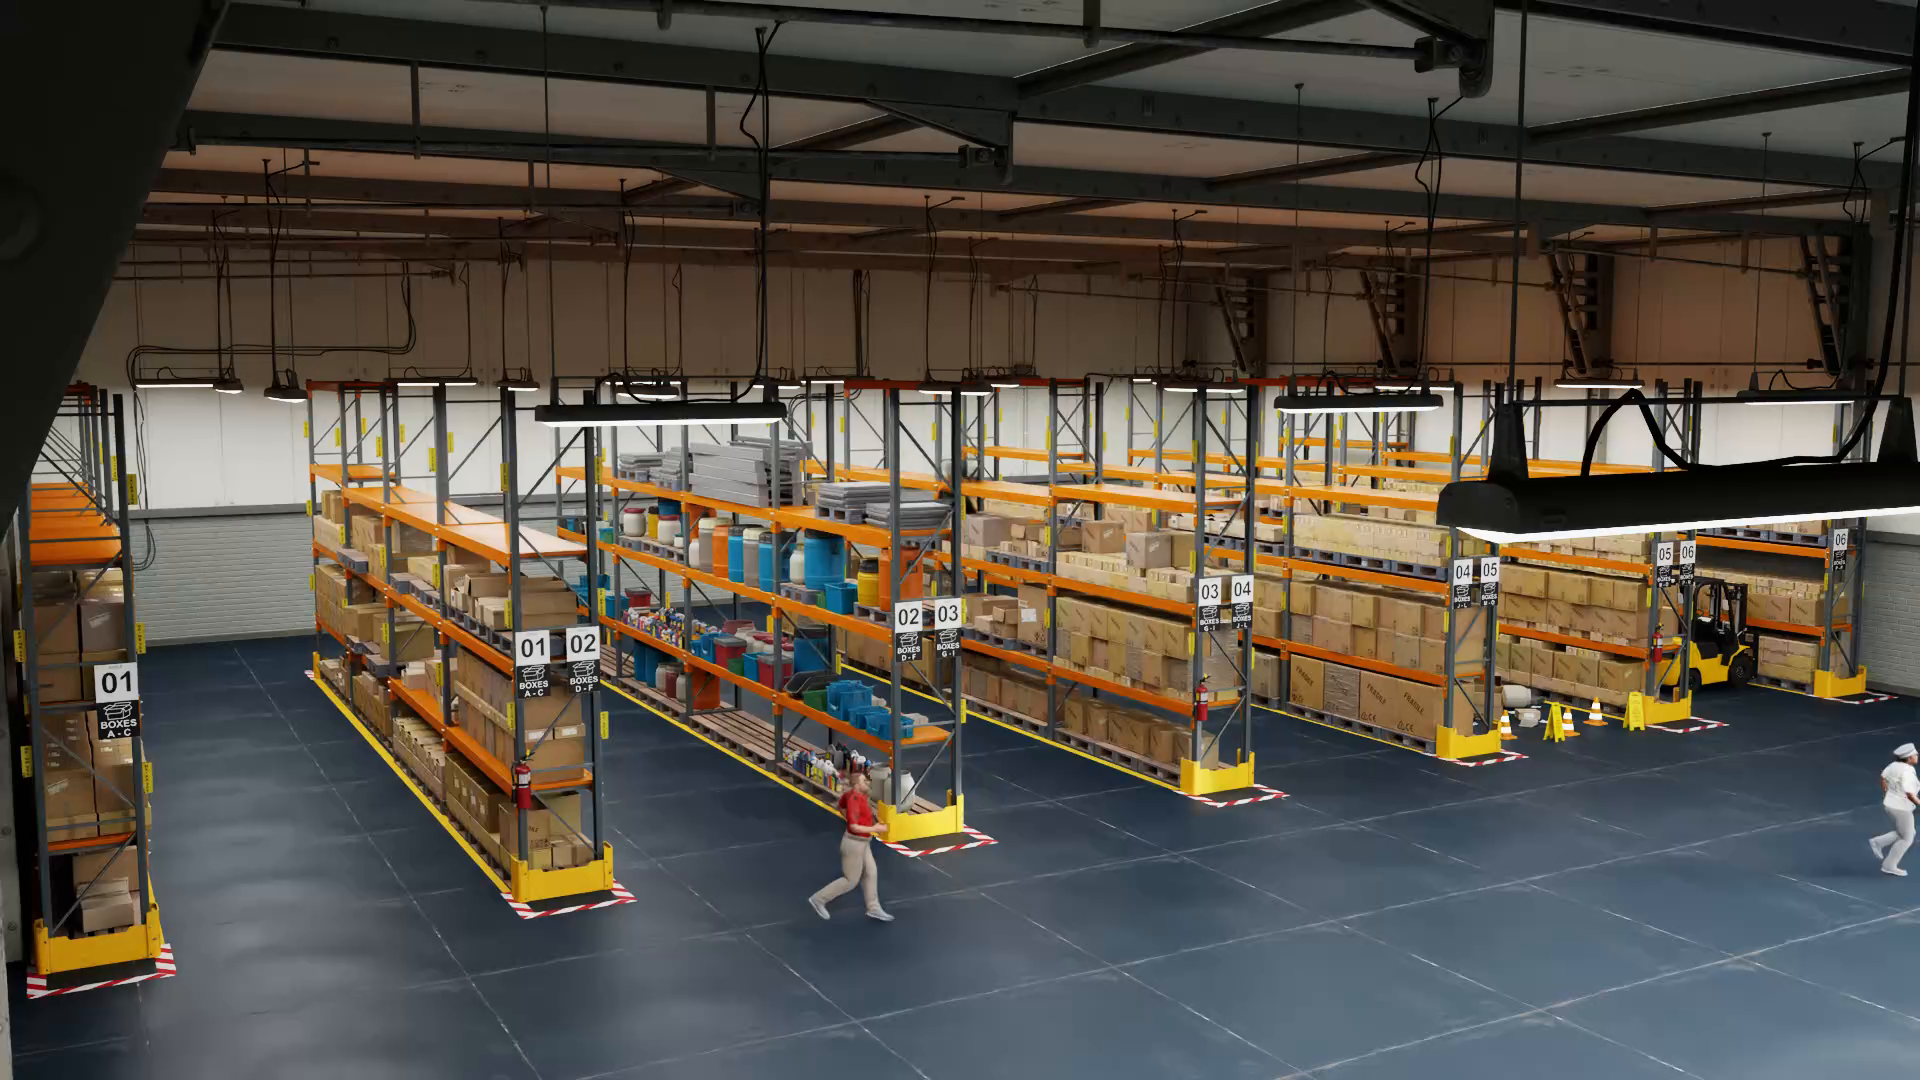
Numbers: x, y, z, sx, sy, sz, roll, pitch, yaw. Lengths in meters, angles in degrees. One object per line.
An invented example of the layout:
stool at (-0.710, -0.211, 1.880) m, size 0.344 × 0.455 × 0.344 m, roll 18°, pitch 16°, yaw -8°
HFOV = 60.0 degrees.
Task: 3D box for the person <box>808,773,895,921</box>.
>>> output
person at (-1.228, 3.485, 18.816) m, size 0.969 × 1.742 × 0.672 m, roll 0°, pitch 6°, yaw -3°

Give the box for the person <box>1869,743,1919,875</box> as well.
person at (11.664, 3.325, 20.633) m, size 0.631 × 1.664 × 0.589 m, roll 1°, pitch 6°, yaw 7°
